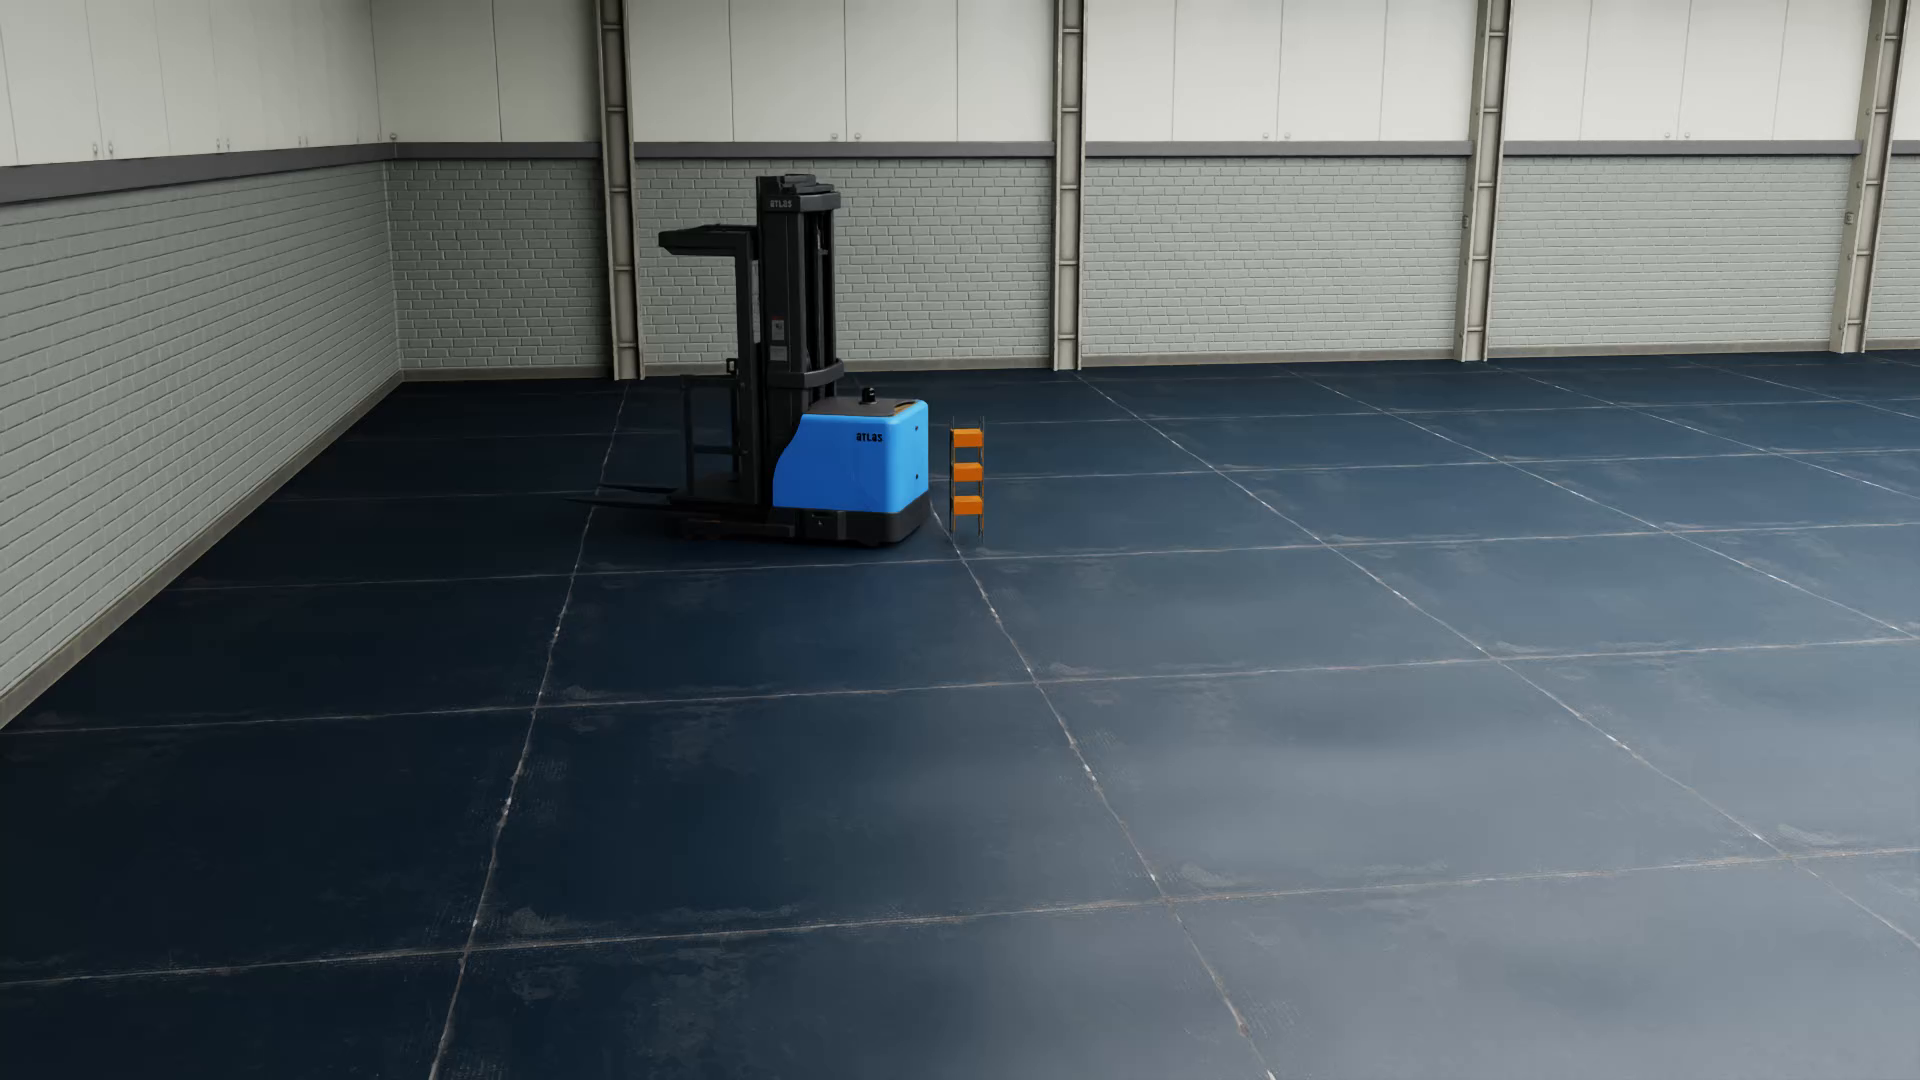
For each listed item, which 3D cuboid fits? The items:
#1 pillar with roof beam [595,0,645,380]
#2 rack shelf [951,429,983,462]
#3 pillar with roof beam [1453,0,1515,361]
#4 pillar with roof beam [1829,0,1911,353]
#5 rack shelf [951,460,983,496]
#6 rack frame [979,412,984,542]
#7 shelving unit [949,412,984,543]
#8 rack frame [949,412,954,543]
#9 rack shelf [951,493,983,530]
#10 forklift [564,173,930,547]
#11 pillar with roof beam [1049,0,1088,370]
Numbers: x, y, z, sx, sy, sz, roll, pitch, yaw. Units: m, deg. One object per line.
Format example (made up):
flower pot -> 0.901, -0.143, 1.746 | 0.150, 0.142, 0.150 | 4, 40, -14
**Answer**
pillar with roof beam -> -3.817, -5.515, 17.213 | 0.400, 9.000, 9.100 | -2, 14, -8
rack shelf -> 0.053, -0.776, 13.535 | 0.240, 0.259, 0.215 | -2, 14, -8
pillar with roof beam -> 8.049, -5.950, 18.947 | 0.400, 9.000, 9.100 | -2, 14, -8
pillar with roof beam -> 13.982, -6.167, 19.814 | 0.400, 9.000, 9.100 | -2, 14, -8
rack shelf -> 0.053, -0.501, 13.604 | 0.240, 0.259, 0.215 | -2, 14, -8
rack frame -> 0.174, -0.516, 13.619 | 0.008, 1.050, 0.200 | -2, 14, -8
shelving unit -> 0.053, -0.511, 13.602 | 0.252, 1.050, 0.215 | -2, 14, -8
rack frame -> -0.068, -0.507, 13.584 | 0.008, 1.050, 0.200 | -2, 14, -8
rack shelf -> 0.053, -0.231, 13.672 | 0.240, 0.259, 0.215 | -2, 14, -8
forklift -> -1.832, -1.542, 13.844 | 3.031, 2.935, 1.130 | 4, 15, 14
pillar with roof beam -> 2.116, -5.732, 18.080 | 0.400, 9.000, 9.100 | -2, 14, -8
